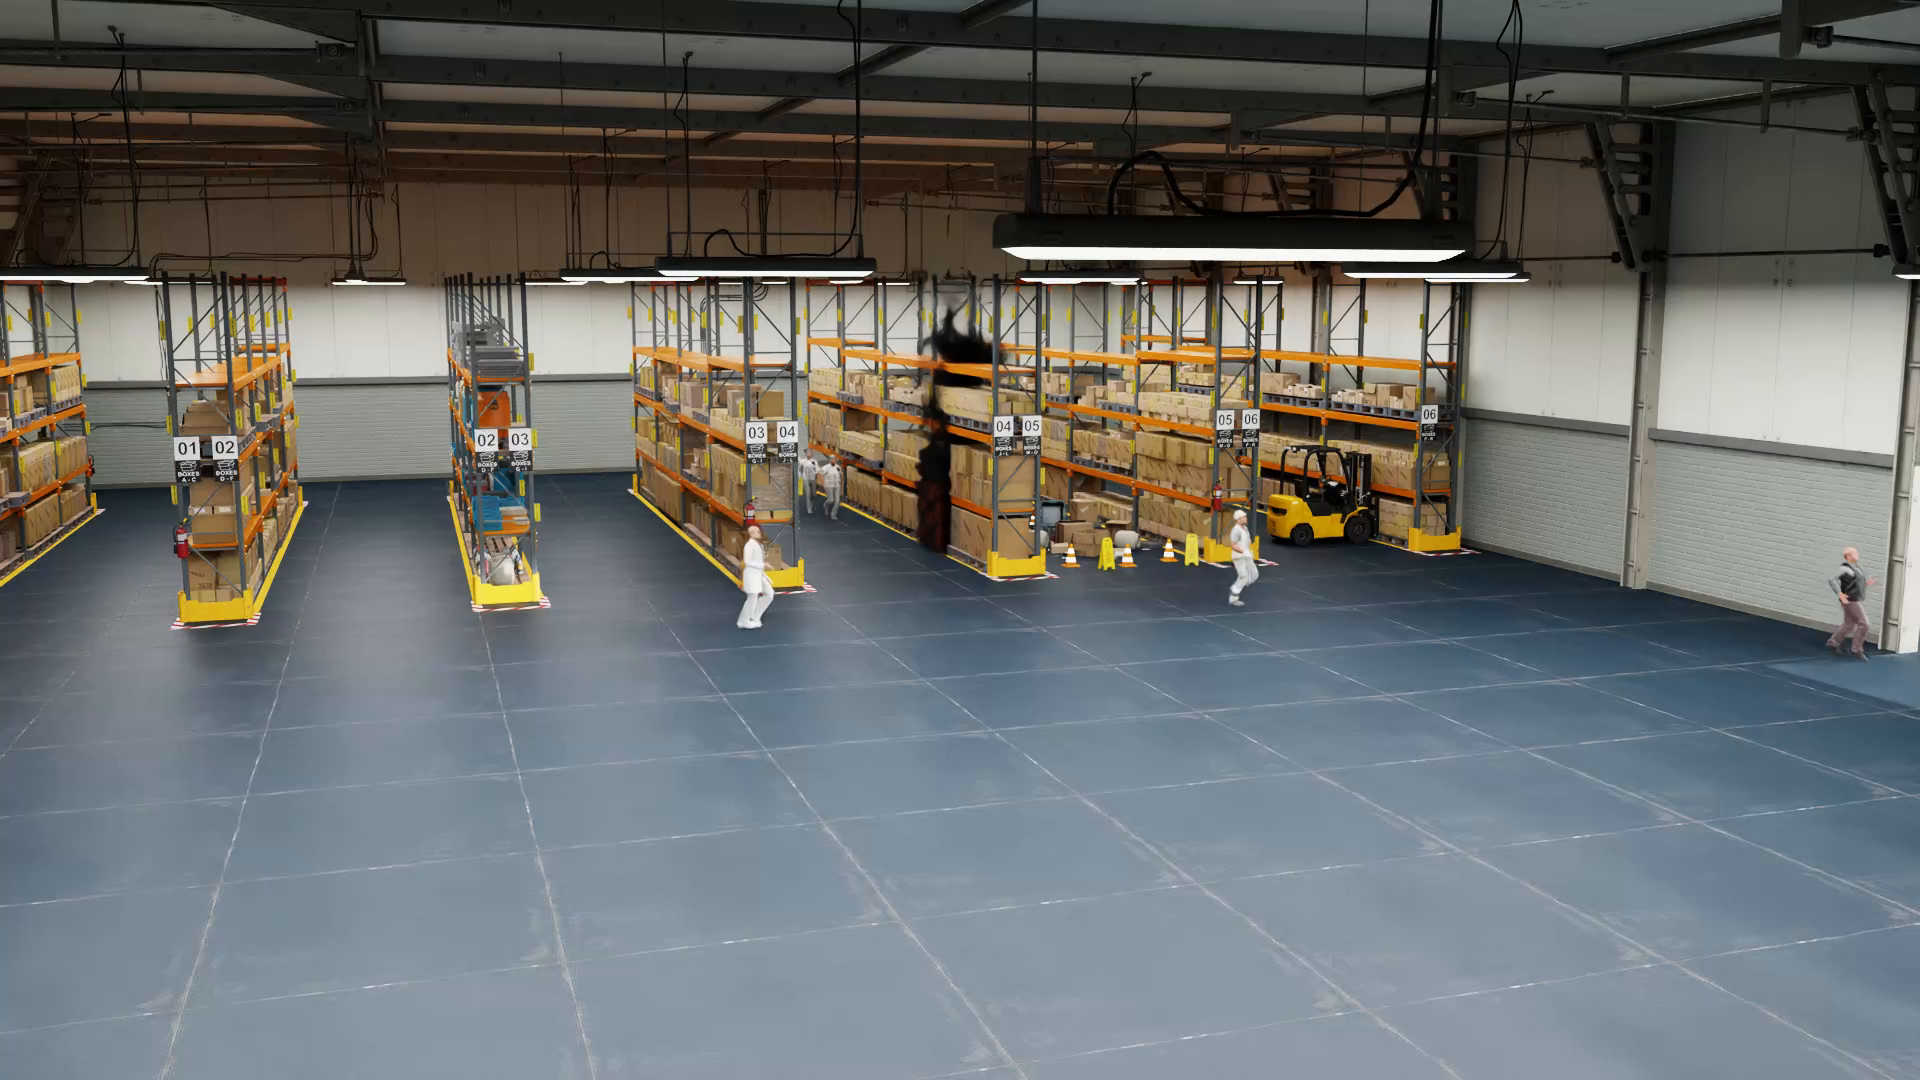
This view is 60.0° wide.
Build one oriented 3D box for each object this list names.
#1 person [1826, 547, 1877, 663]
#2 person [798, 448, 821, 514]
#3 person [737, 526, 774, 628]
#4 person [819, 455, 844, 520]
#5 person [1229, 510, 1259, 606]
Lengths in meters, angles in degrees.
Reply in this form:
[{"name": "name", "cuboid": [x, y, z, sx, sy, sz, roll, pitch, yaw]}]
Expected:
[{"name": "person", "cuboid": [13.856, 1.001, 25.836, 0.659, 1.768, 0.633, 7, 11, 39]}, {"name": "person", "cuboid": [-3.886, -1.541, 42.708, 0.626, 1.665, 0.832, -2, 9, -14]}, {"name": "person", "cuboid": [-3.436, 0.644, 28.060, 0.731, 1.789, 0.709, 2, 9, 15]}, {"name": "person", "cuboid": [-3.172, -1.317, 41.455, 0.615, 1.625, 0.547, -4, 9, -24]}, {"name": "person", "cuboid": [5.144, 0.323, 30.172, 0.518, 1.742, 0.669, 5, 10, 28]}]
